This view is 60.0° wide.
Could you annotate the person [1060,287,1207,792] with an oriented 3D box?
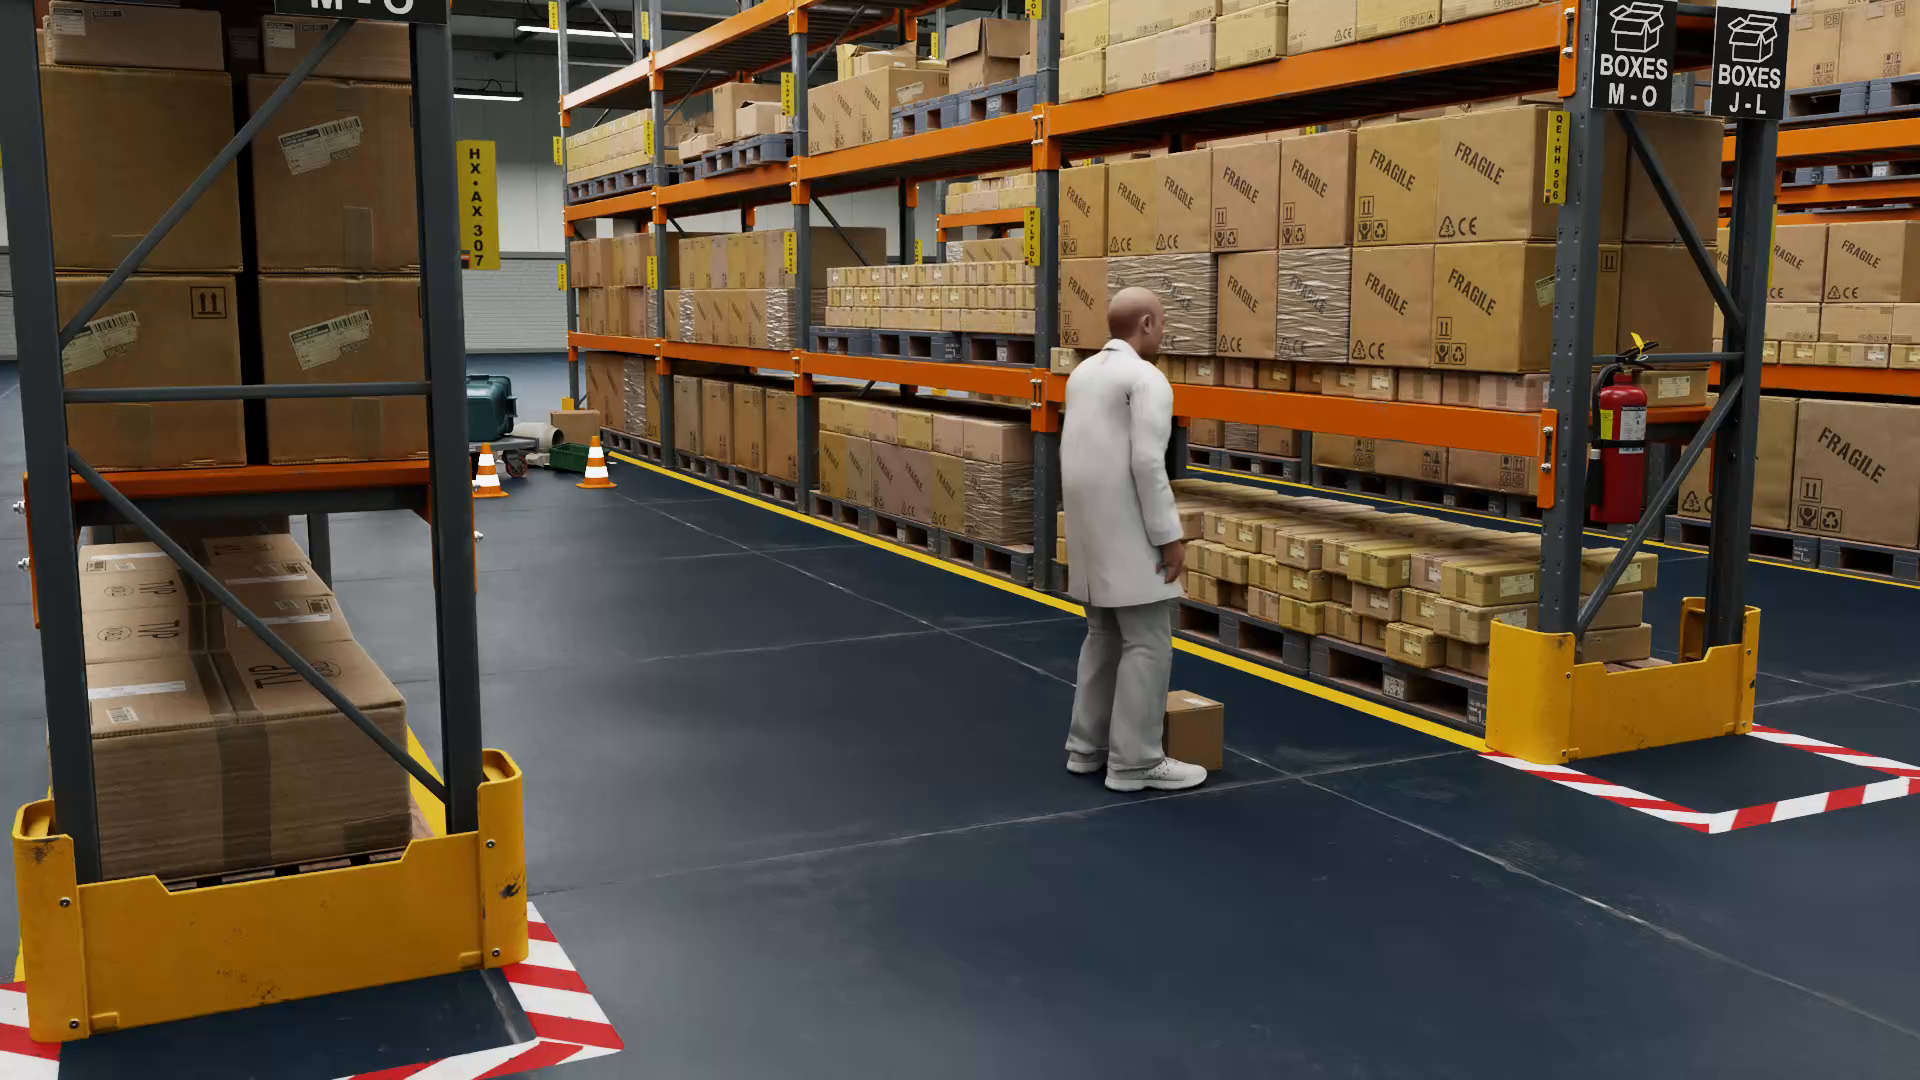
[{"bbox_3d":[3.084,-1.197,14.048,12.155,1.774,12.979,-4,9,-26],"label":"person"}]
